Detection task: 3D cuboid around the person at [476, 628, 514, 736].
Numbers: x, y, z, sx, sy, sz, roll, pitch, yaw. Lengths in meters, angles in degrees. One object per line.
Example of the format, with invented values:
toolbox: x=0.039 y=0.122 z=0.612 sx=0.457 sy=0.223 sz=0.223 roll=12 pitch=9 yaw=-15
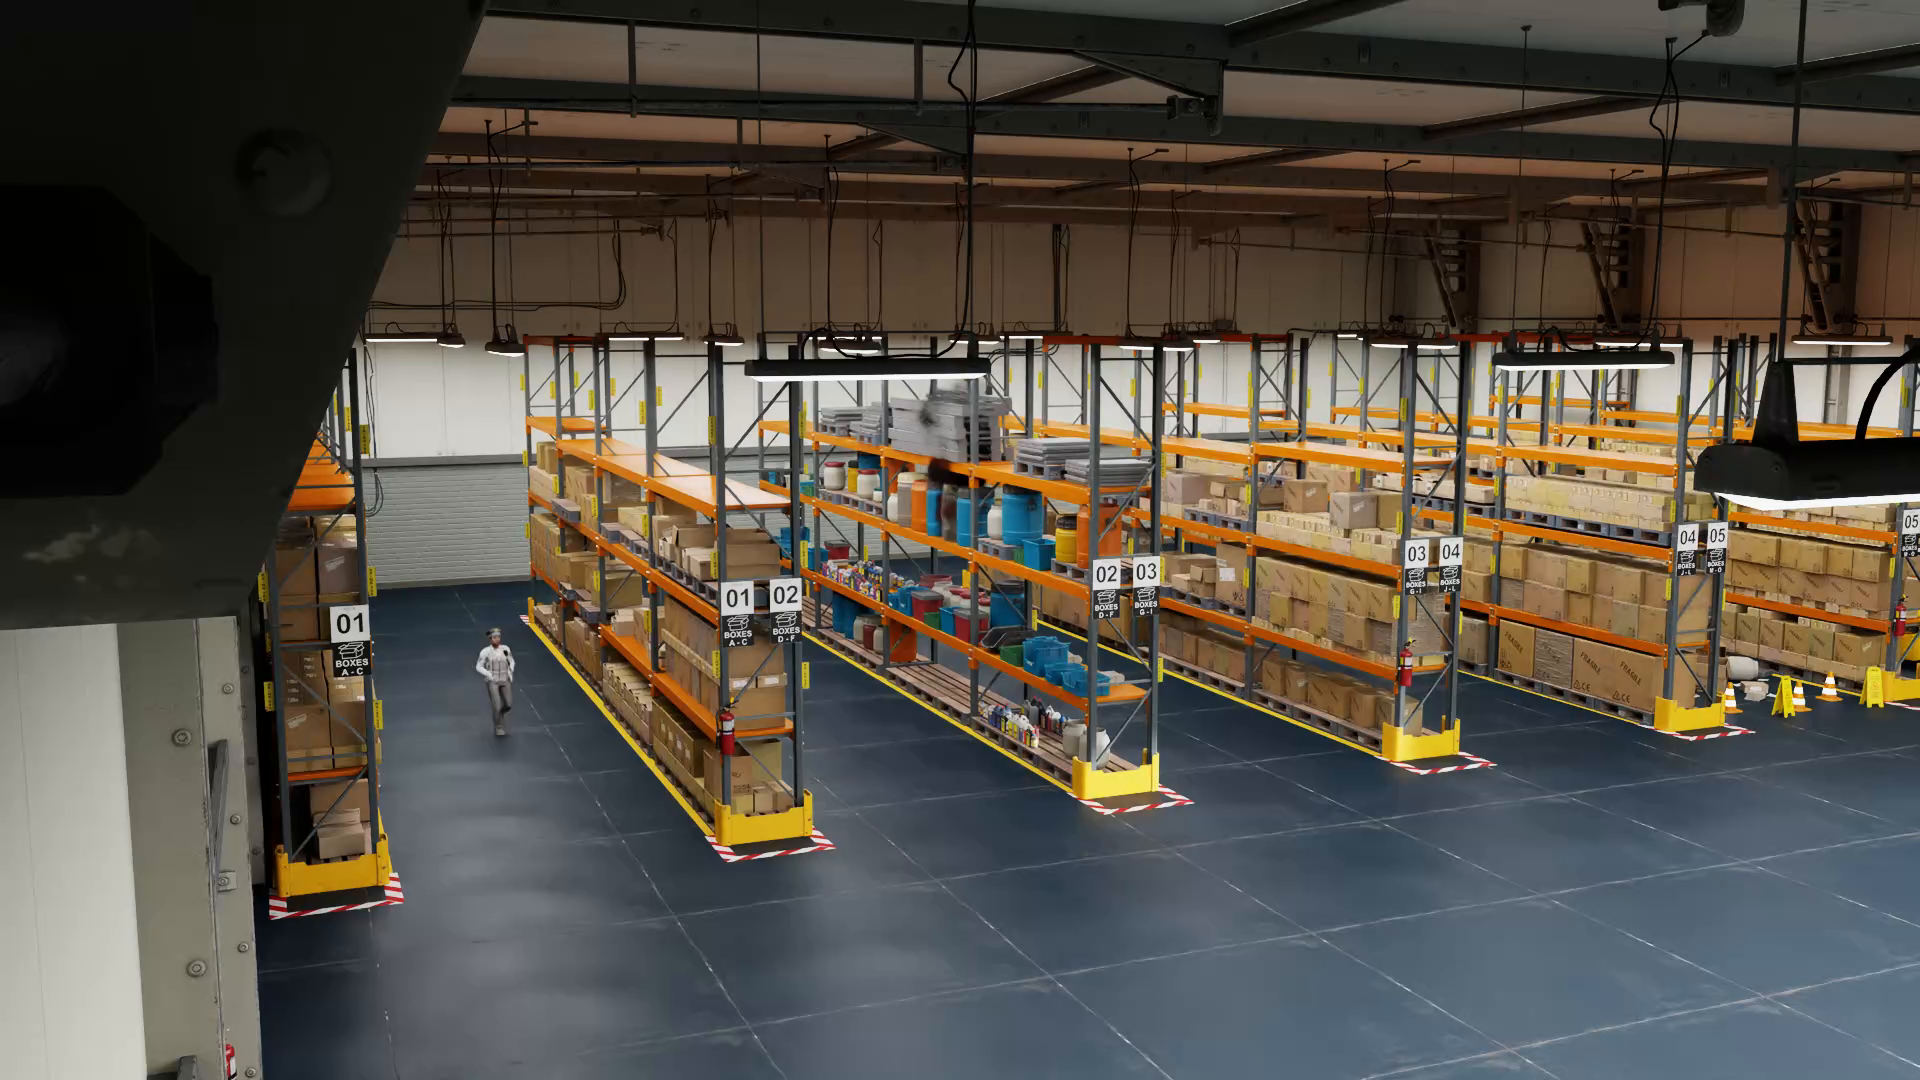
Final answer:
person: x=-7.039 y=2.151 z=25.336 sx=0.611 sy=1.649 sz=0.548 roll=-5 pitch=9 yaw=-33
